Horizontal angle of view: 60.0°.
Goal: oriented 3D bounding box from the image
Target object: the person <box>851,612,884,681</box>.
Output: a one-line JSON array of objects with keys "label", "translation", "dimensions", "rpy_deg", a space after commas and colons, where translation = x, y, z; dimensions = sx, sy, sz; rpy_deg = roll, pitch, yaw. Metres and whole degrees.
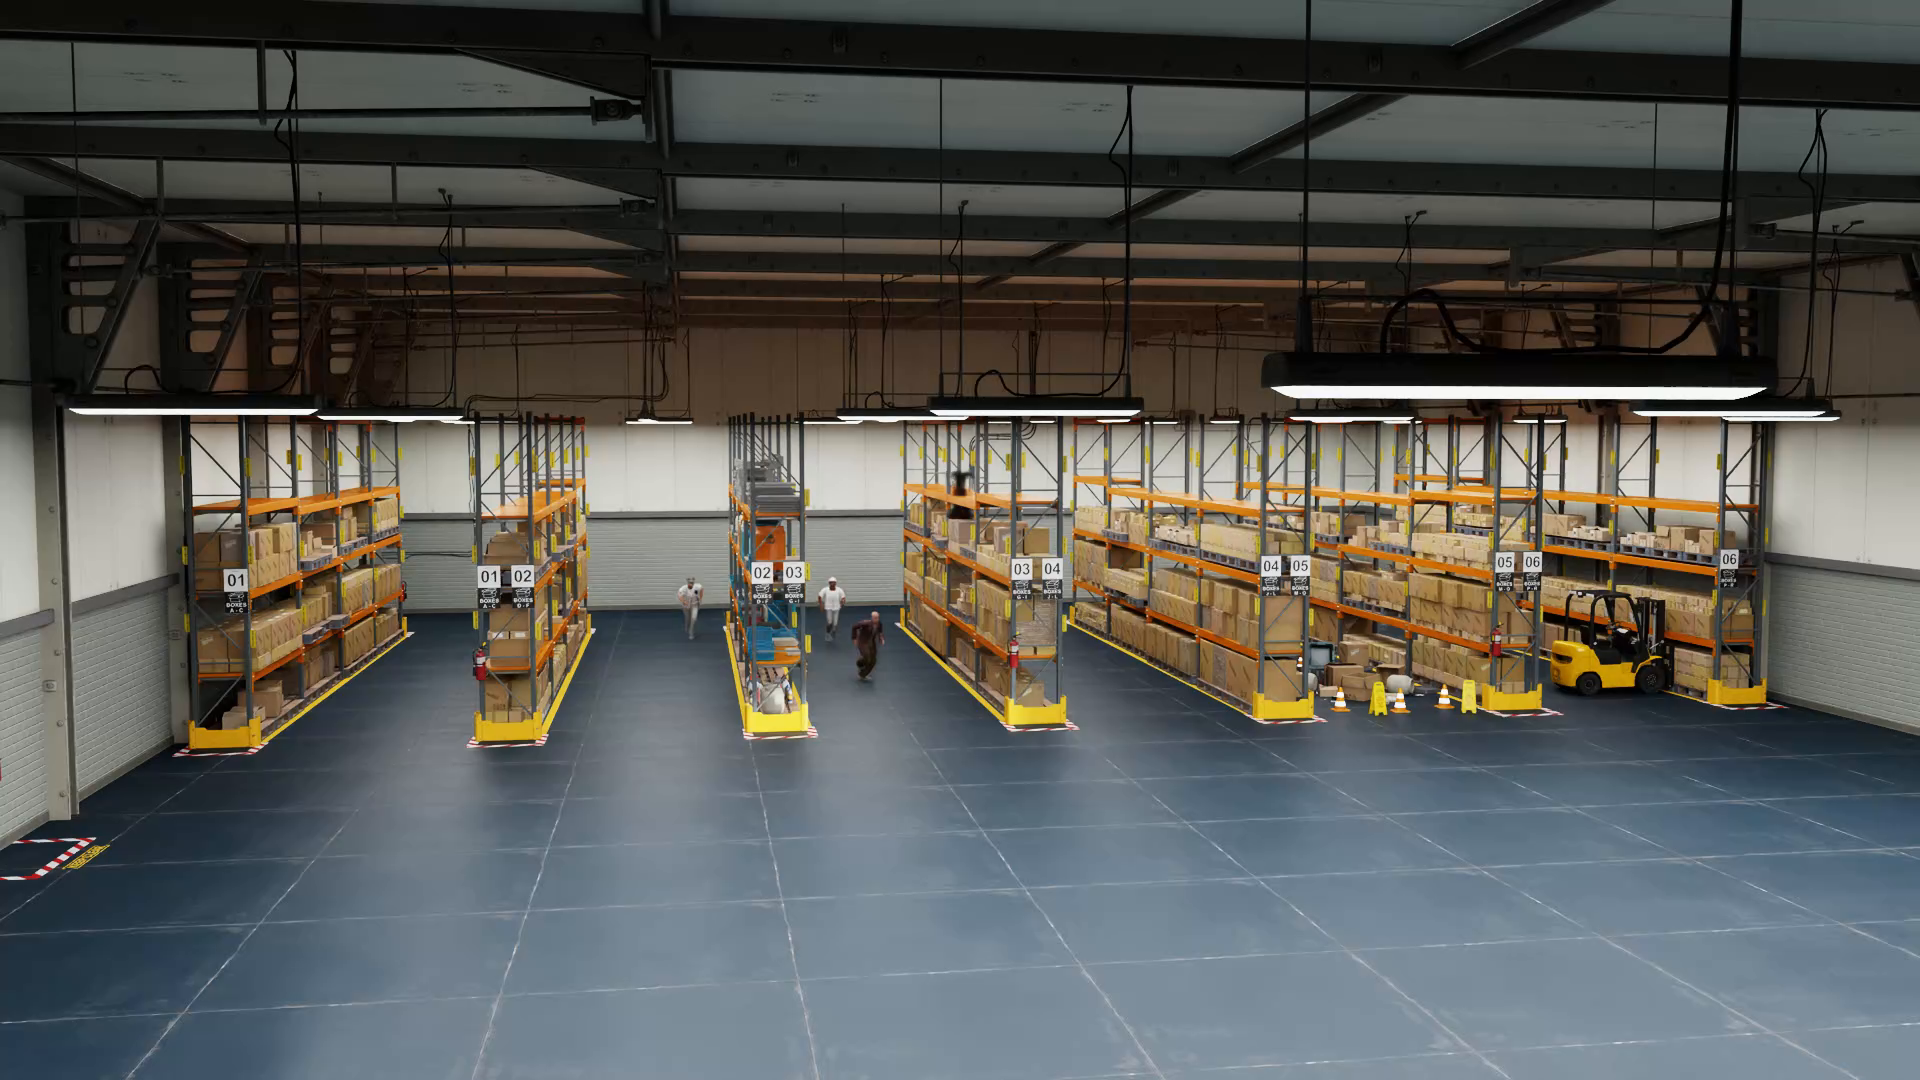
[{"label": "person", "translation": [-2.091, 2.389, 37.389], "dimensions": [0.742, 1.599, 0.879], "rpy_deg": [-3, 5, -36]}]

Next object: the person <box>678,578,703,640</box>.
[{"label": "person", "translation": [-7.335, 1.839, 45.168], "dimensions": [0.697, 1.723, 1.025], "rpy_deg": [-1, 4, -16]}]

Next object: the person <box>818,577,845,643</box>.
[{"label": "person", "translation": [-3.372, 1.853, 44.090], "dimensions": [0.703, 1.744, 0.643], "rpy_deg": [-1, 4, -14]}]
